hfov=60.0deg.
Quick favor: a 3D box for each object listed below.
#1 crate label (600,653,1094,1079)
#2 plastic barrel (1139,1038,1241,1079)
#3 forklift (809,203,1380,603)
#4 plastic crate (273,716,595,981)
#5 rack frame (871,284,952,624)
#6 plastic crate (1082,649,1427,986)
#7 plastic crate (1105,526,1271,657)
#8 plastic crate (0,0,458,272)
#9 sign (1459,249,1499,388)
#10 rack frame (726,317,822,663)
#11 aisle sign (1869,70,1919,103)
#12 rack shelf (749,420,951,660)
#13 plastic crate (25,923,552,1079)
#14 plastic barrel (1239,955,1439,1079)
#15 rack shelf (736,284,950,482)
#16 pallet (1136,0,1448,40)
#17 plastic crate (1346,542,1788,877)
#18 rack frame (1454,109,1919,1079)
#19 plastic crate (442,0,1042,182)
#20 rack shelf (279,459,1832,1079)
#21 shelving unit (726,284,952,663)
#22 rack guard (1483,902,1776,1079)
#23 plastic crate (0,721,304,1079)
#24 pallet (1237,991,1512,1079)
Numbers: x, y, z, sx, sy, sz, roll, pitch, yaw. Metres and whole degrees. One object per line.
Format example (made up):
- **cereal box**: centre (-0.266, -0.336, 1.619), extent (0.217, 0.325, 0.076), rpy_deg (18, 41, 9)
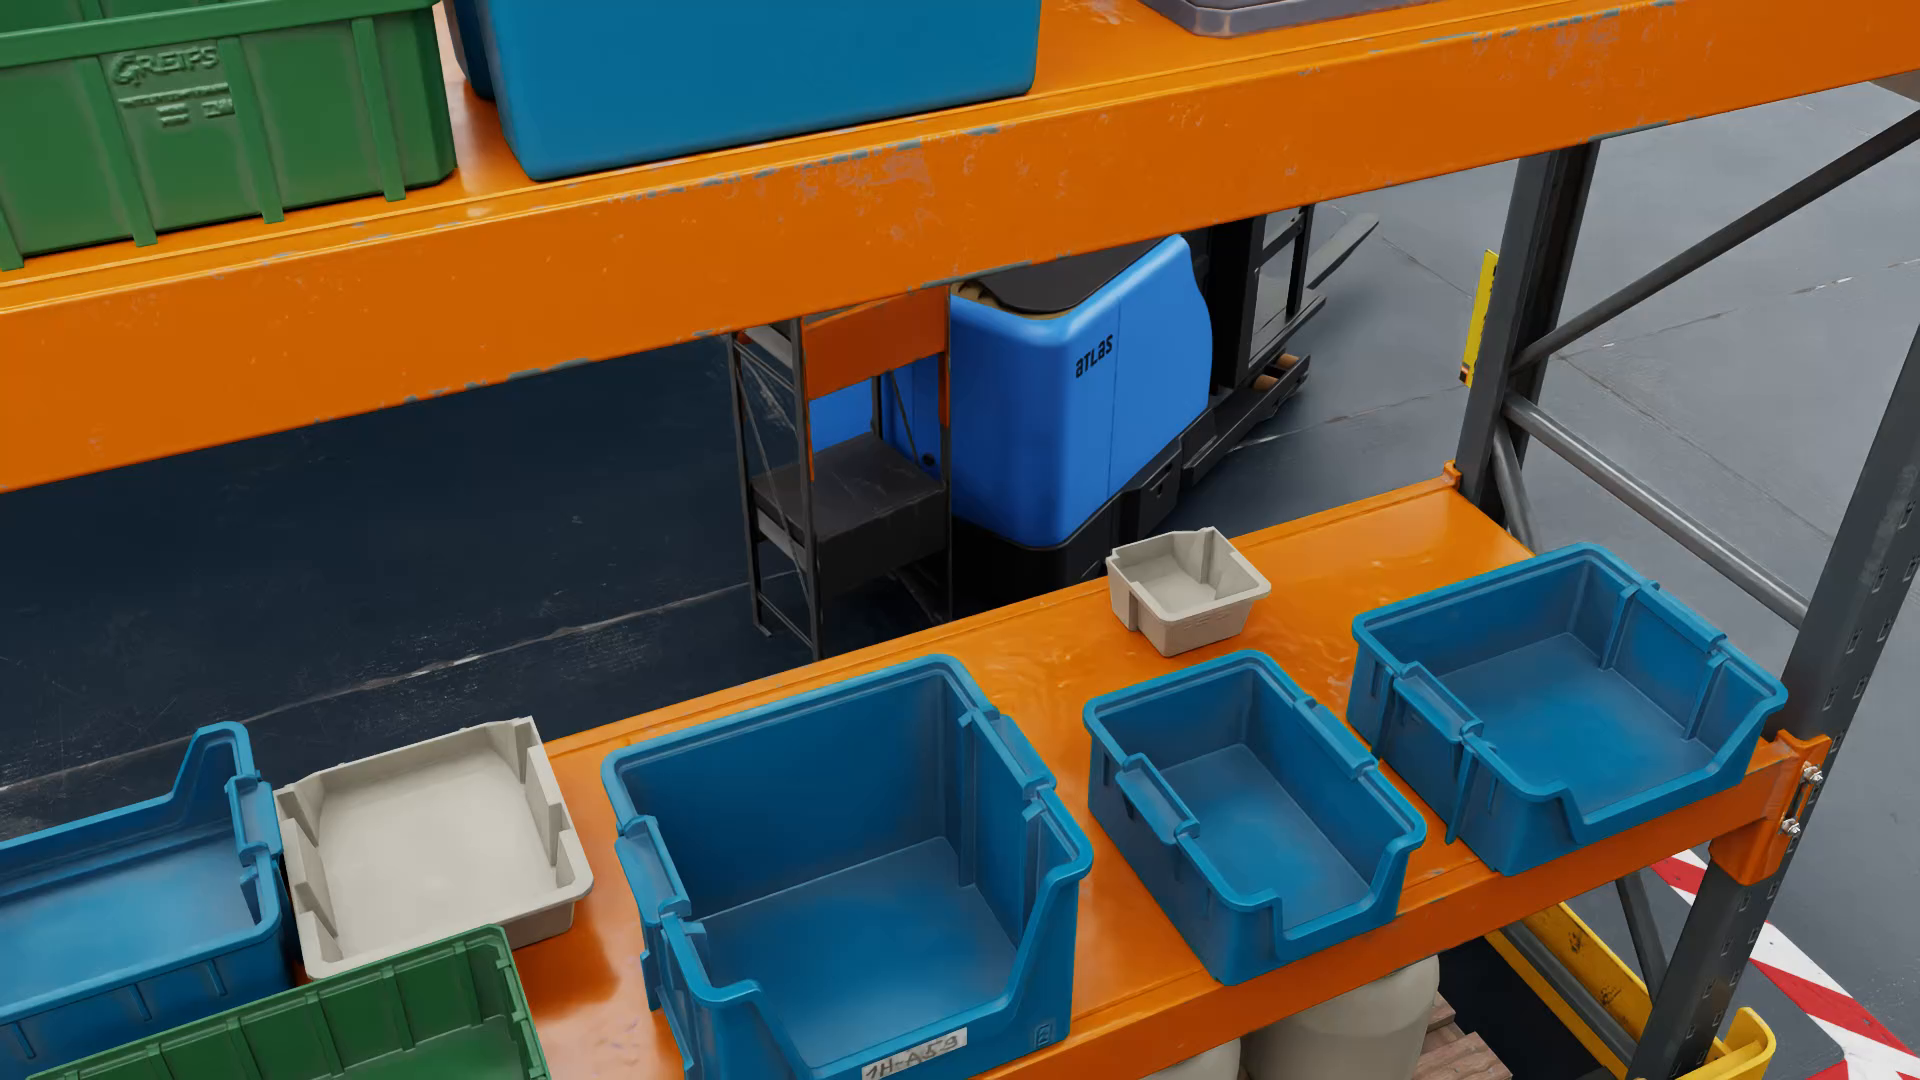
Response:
- **crate label**: centre (-0.170, 0.539, 2.475), extent (0.616, 0.435, 0.502), rpy_deg (-16, 39, -20)
- **plastic barrel**: centre (0.365, 1.107, 3.475), extent (0.421, 0.512, 0.421), rpy_deg (0, 37, 0)
- **forklift**: centre (0.707, -1.789, 5.702), extent (1.130, 2.935, 3.031), rpy_deg (22, 42, 27)
- **plastic crate**: centre (-0.877, 0.513, 2.762), extent (0.437, 0.136, 0.530), rpy_deg (-16, 39, -20)
- **rack frame**: centre (-0.151, -0.651, 4.865), extent (0.015, 2.100, 0.400), rpy_deg (-24, 43, -29)
- **plastic crate**: centre (0.465, 0.451, 2.749), extent (0.408, 0.251, 0.499), rpy_deg (-16, 39, -20)
- **plastic crate**: centre (0.435, 0.101, 3.318), extent (0.250, 0.136, 0.298), rpy_deg (-16, 39, -20)
- **plastic crate**: centre (-0.695, -0.418, 1.455), extent (0.450, 0.188, 0.336), rpy_deg (-16, 39, -20)
- **sign**: centre (1.152, -0.467, 3.630), extent (0.005, 0.325, 0.100), rpy_deg (-16, 39, -20)
- **rack frame**: centre (-0.542, -0.477, 4.631), extent (0.015, 2.100, 0.400), rpy_deg (-24, 43, -29)
- **aisle sign**: centre (1.573, -0.960, 2.345), extent (0.004, 0.787, 0.394), rpy_deg (-16, 39, -20)
- **rack shelf**: centre (-0.347, 0.009, 5.173), extent (0.480, 0.518, 0.431), rpy_deg (-24, 43, -29)
- **plastic crate**: centre (-0.891, 0.848, 2.267), extent (0.662, 0.188, 0.450), rpy_deg (-16, 39, -20)
- **plastic barrel**: centre (0.818, 0.980, 3.646), extent (0.421, 0.512, 0.421), rpy_deg (0, 37, 0)
- **rack shelf**: centre (-0.347, -0.553, 4.756), extent (0.480, 0.518, 0.431), rpy_deg (-24, 43, -29)
- **pallet**: centre (0.591, -1.030, 2.262), extent (1.213, 0.211, 1.003), rpy_deg (-16, 39, -20)
- **plastic crate**: centre (1.056, 0.290, 2.966), extent (0.616, 0.251, 0.499), rpy_deg (-16, 39, -20)
- **rack frame**: centre (1.382, -0.058, 3.311), extent (0.127, 3.000, 1.000), rpy_deg (-16, 39, -20)
- **plastic crate**: centre (-0.217, -0.611, 1.552), extent (0.575, 0.384, 0.392), rpy_deg (-16, 39, -20)
- **rack shelf**: centre (-0.429, 0.737, 2.842), extent (4.000, 0.370, 1.077), rpy_deg (-16, 39, -20)
- **shelving unit**: centre (-0.347, -0.564, 4.748), extent (0.503, 2.100, 0.431), rpy_deg (-24, 43, -29)
- **rack guard**: centre (1.333, 0.990, 3.995), extent (0.348, 0.500, 1.175), rpy_deg (-16, 39, -20)
- **plastic crate**: centre (-1.353, 0.587, 2.565), extent (0.616, 0.251, 0.499), rpy_deg (-16, 39, -20)
- **pallet**: centre (0.595, 1.309, 3.808), extent (1.213, 0.211, 1.003), rpy_deg (-16, 39, -20)
